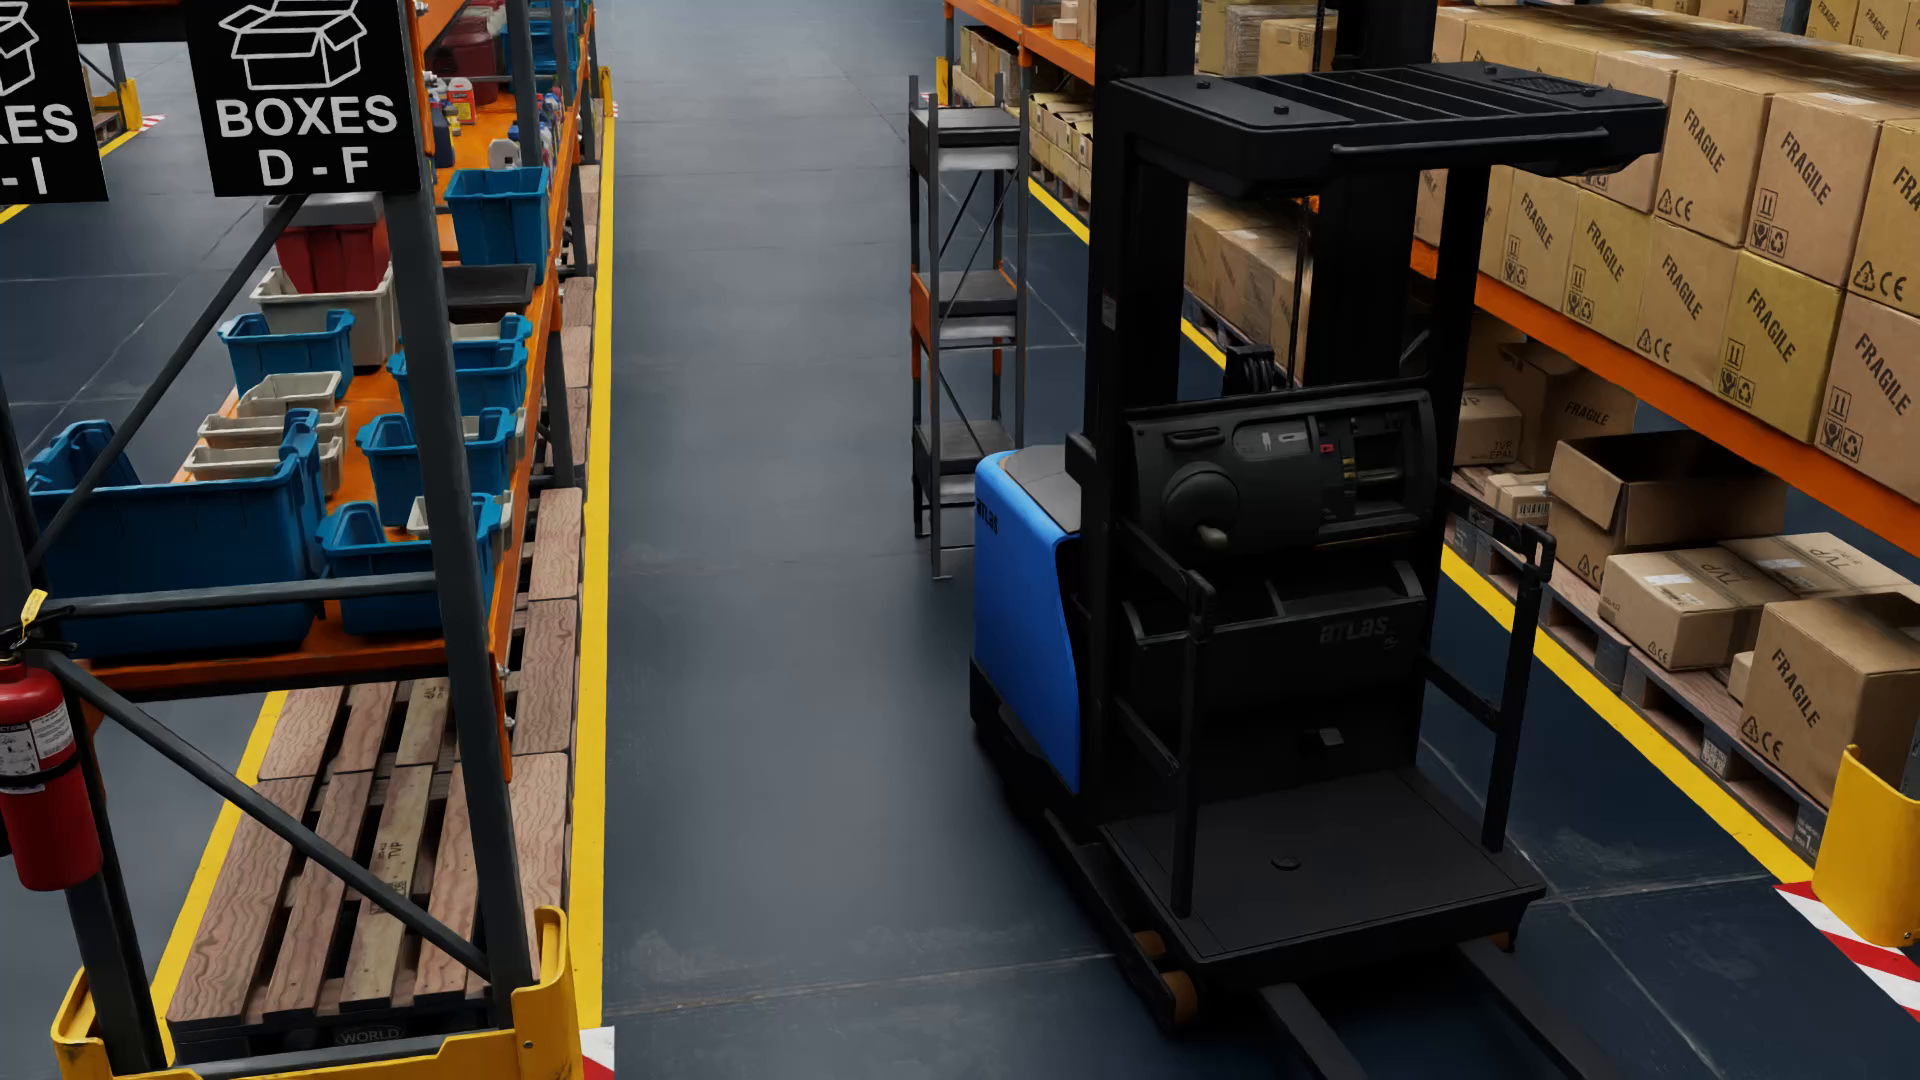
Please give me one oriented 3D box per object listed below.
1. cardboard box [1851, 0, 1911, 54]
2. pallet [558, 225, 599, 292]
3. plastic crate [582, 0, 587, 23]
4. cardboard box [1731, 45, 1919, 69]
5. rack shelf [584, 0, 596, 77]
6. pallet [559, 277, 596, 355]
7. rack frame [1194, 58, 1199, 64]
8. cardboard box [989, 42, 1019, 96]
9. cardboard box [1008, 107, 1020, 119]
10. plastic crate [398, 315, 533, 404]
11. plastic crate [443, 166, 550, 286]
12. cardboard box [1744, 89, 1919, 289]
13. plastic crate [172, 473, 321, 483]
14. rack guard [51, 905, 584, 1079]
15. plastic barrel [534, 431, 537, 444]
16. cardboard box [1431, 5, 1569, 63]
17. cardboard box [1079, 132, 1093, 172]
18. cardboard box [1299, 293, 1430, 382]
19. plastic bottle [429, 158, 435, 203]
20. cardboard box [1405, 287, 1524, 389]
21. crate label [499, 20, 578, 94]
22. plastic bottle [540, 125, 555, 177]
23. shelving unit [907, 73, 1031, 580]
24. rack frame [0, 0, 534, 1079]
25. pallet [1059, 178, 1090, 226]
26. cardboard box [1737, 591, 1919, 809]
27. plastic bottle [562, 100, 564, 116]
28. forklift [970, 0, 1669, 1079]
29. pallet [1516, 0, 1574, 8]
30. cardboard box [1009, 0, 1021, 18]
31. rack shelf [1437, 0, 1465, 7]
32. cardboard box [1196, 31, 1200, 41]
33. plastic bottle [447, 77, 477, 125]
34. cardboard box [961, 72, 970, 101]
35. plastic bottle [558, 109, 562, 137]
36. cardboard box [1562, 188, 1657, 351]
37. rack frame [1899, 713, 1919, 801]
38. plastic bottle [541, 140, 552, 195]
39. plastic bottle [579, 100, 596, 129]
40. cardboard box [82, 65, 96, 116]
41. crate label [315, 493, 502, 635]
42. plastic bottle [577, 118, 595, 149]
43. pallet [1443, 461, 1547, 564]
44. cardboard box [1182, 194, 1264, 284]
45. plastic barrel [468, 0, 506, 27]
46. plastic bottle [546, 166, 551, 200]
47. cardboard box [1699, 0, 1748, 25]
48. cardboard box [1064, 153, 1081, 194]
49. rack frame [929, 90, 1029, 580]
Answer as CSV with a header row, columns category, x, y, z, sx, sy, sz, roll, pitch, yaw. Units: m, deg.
category,x,y,z,sx,sy,sz,roll,pitch,yaw
cardboard box,6.597,-3.523,11.548,0.500,0.500,0.500,-4,24,-8
pallet,-3.170,-2.045,12.169,1.003,0.211,1.213,-4,24,-10
plastic crate,-3.779,-5.047,15.822,0.450,0.188,0.662,-4,24,-10
cardboard box,3.173,-1.534,6.141,0.500,0.500,0.500,-5,24,-10
rack shelf,-4.175,-5.046,16.455,1.077,0.370,4.000,-4,24,-10
pallet,-2.879,-1.431,10.762,1.003,0.211,1.213,-4,24,-10
rack frame,1.803,-3.381,11.743,1.000,3.000,0.127,-4,24,-10
cardboard box,0.586,-4.790,16.944,0.500,0.500,0.500,-4,24,-10
cardboard box,0.763,-4.053,16.192,0.500,0.250,0.500,-4,24,-10
plastic crate,-1.607,-0.577,5.458,0.416,0.233,0.300,-4,24,-10
plastic crate,-1.904,-1.304,6.933,0.392,0.384,0.575,-4,24,-10
cardboard box,2.836,-1.091,5.127,0.500,0.500,0.500,-4,24,-8
plastic crate,-1.915,-0.083,4.447,0.396,0.136,0.243,-4,24,-10
rack guard,-1.569,1.285,4.183,1.175,0.500,0.348,-4,24,-10
plastic barrel,-2.409,-0.888,8.133,0.600,0.901,0.708,-4,24,-10
cardboard box,2.354,-2.105,7.448,0.500,0.500,0.500,-4,24,-8
cardboard box,1.271,-3.161,13.449,0.500,0.311,0.500,-4,24,-10
cardboard box,2.170,-1.036,8.949,0.500,0.500,0.500,-4,24,-10
plastic bottle,-2.710,-1.840,8.278,0.144,0.351,0.185,-4,24,-10
cardboard box,2.693,-1.072,9.030,0.500,0.500,0.500,-5,24,-12
crate label,-2.983,-3.443,11.840,0.502,0.435,0.616,-4,24,-10
plastic bottle,-2.245,-2.097,8.964,0.097,0.271,0.097,0,24,0
shelving unit,0.031,-0.897,7.181,0.431,2.100,0.503,-4,24,-10
rack frame,-1.589,0.131,3.702,0.949,2.616,0.053,-4,24,-10
pallet,1.467,-2.908,14.146,1.003,0.211,1.213,-4,24,-10
cardboard box,2.940,0.514,5.398,0.500,0.500,0.500,-4,24,-10
plastic bottle,-2.568,-2.750,10.548,0.097,0.201,0.097,0,24,0
forklift,0.983,-0.161,4.456,1.130,2.935,3.031,-8,25,-17
pallet,5.930,-4.923,15.514,1.003,0.211,1.213,-4,24,-10
cardboard box,0.872,-5.381,16.198,0.700,0.500,0.500,-5,24,-10
rack shelf,5.561,-5.779,18.133,1.077,0.370,4.000,-4,24,-10
cardboard box,1.828,-3.706,12.599,0.500,0.311,0.500,-5,24,-10
plastic bottle,-3.153,-2.776,10.513,0.152,0.276,0.135,-4,24,-10
cardboard box,0.301,-5.036,18.444,0.500,0.250,0.500,-4,24,-10
plastic bottle,-2.471,-2.545,10.077,0.097,0.201,0.097,0,24,0
cardboard box,2.653,-1.035,6.246,0.500,0.500,0.500,-5,24,-10
rack frame,3.283,-0.234,4.538,1.000,3.000,0.127,-4,24,-10
plastic bottle,-2.138,-1.914,8.530,0.061,0.283,0.133,-4,24,-10
plastic bottle,-3.694,-4.239,16.469,0.144,0.351,0.185,-3,24,-8
cardboard box,-9.313,-4.596,17.123,0.500,0.500,0.500,0,24,0
crate label,-1.308,0.059,4.002,0.416,0.233,0.303,-4,24,-10
plastic bottle,-3.520,-3.825,15.614,0.152,0.276,0.135,-3,24,-8
pallet,2.669,-0.259,8.080,1.003,0.211,1.213,-4,24,-10
cardboard box,1.709,-2.031,11.226,0.500,0.500,0.500,-5,24,-12
plastic barrel,-3.628,-3.800,12.533,0.433,0.535,0.433,0,24,0
plastic bottle,-2.135,-1.830,8.440,0.097,0.201,0.097,0,24,0
cardboard box,6.444,-4.398,13.398,0.700,0.500,0.500,-7,24,-15
cardboard box,1.180,-3.105,14.022,0.500,0.250,0.500,-4,24,-9
rack frame,0.076,-0.801,6.961,0.400,2.100,0.015,-4,24,-10
